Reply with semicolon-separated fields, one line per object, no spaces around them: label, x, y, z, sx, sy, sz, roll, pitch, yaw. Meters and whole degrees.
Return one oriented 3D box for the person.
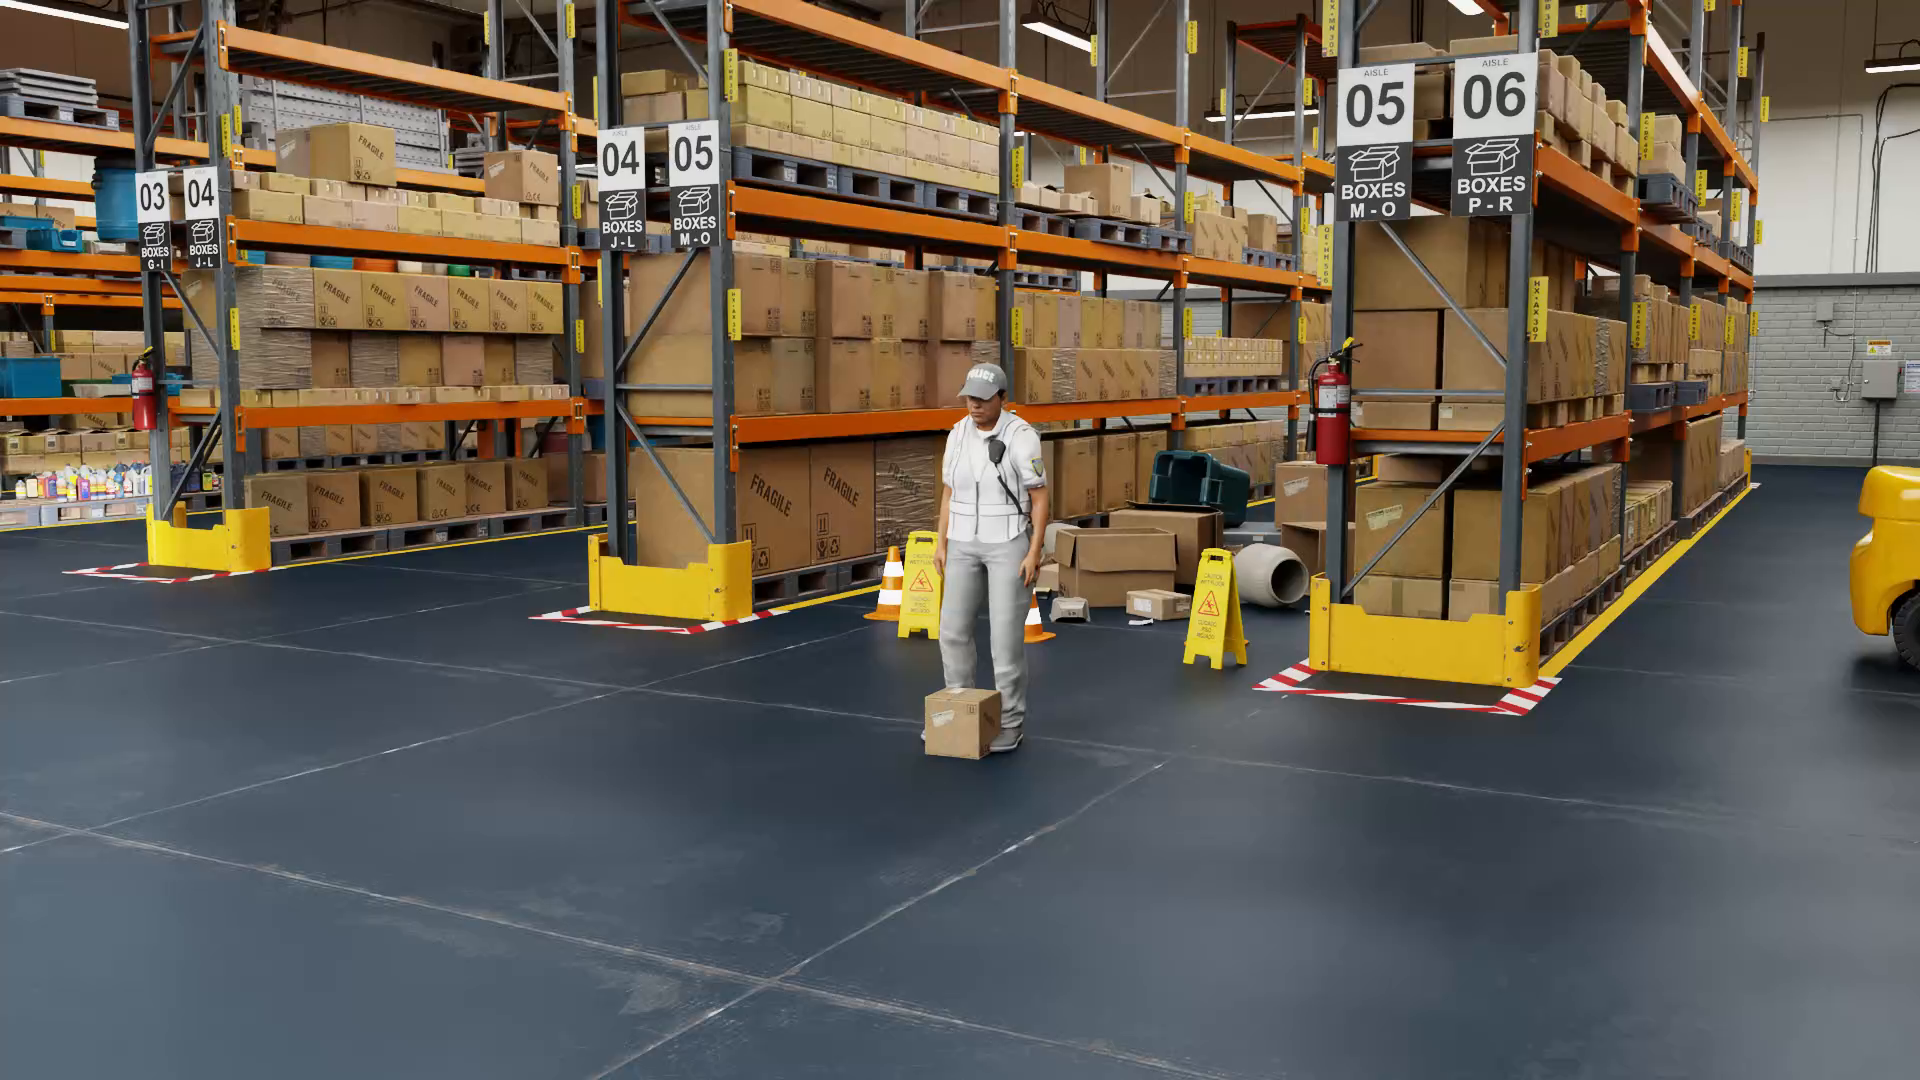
person;0.119;0.061;7.268;0.537;1.666;0.467;3;7;29
